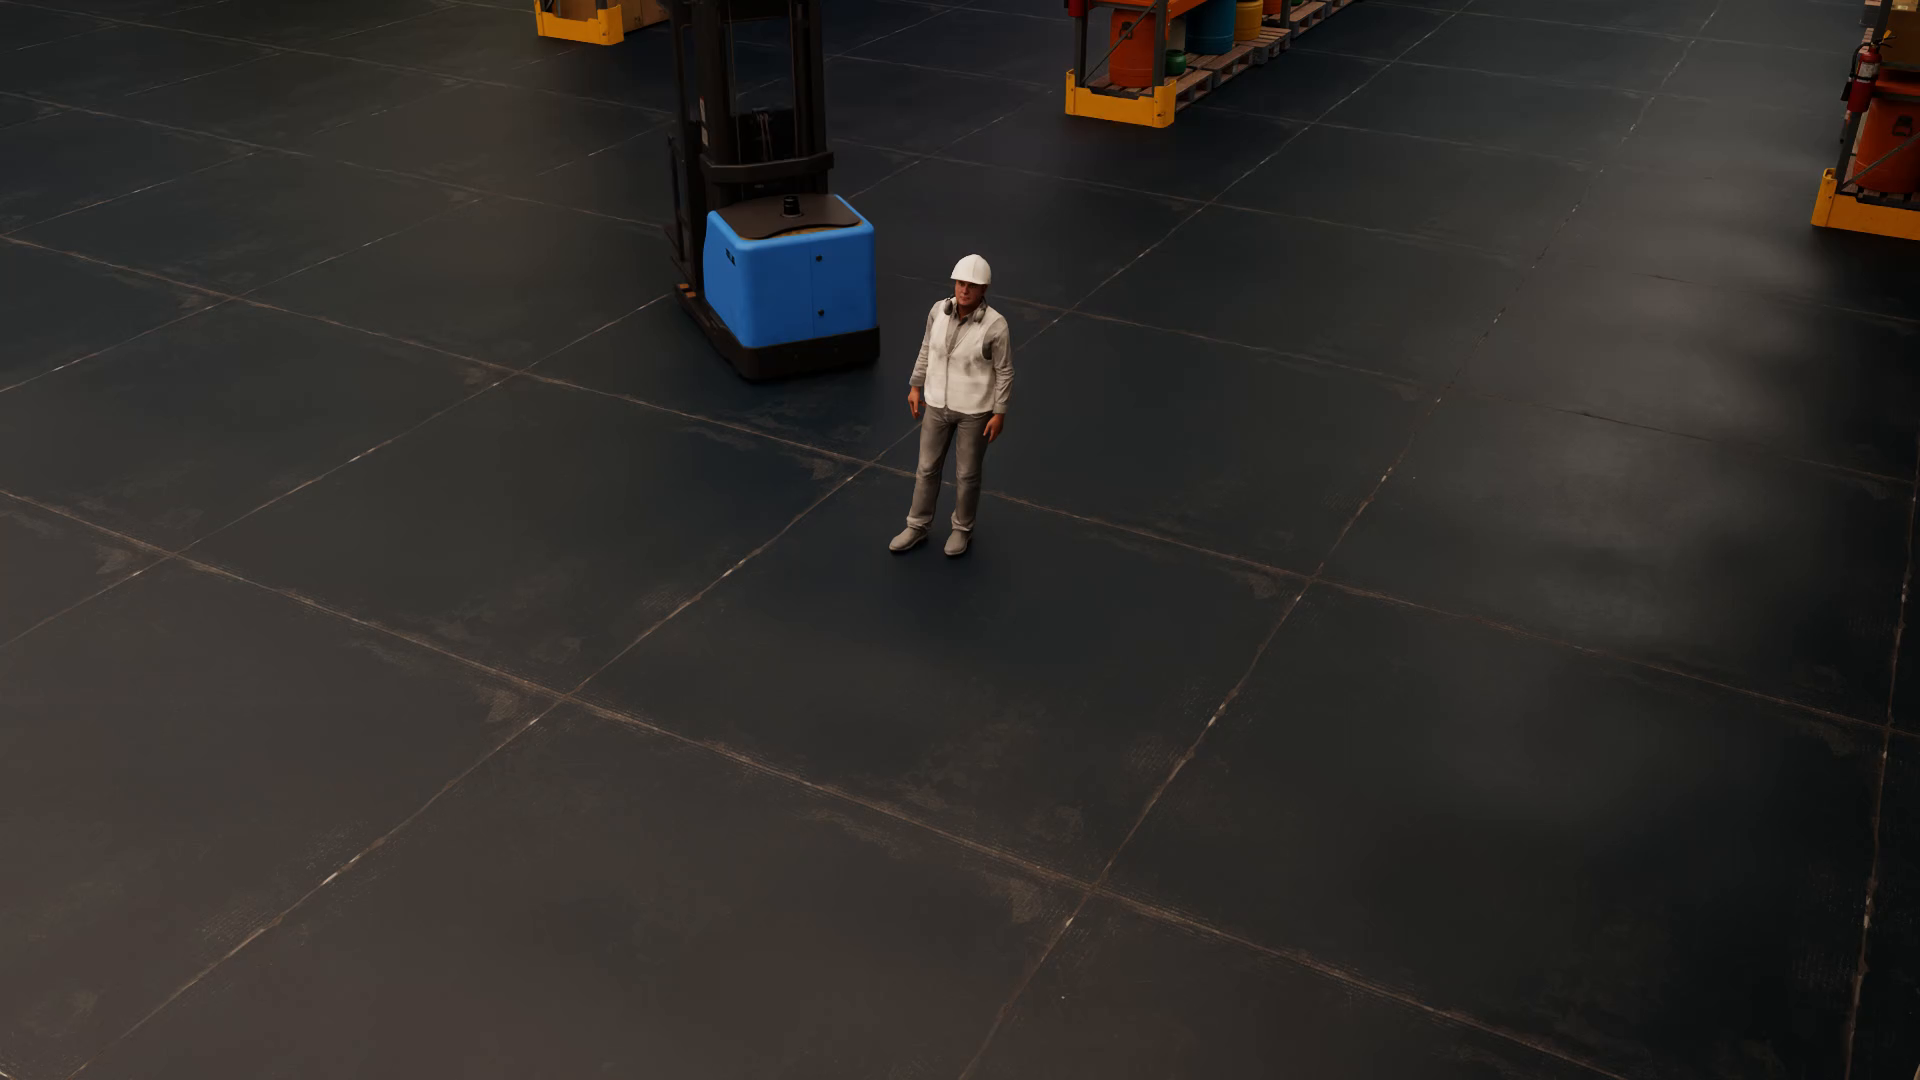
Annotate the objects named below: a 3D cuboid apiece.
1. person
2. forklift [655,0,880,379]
[{"bbox_3d":[-0.040,-0.747,9.514,0.626,1.770,0.566,15,33,25],"label":"person"},{"bbox_3d":[-1.630,-3.132,12.498,1.130,2.935,3.031,-12,32,-20],"label":"forklift"}]
